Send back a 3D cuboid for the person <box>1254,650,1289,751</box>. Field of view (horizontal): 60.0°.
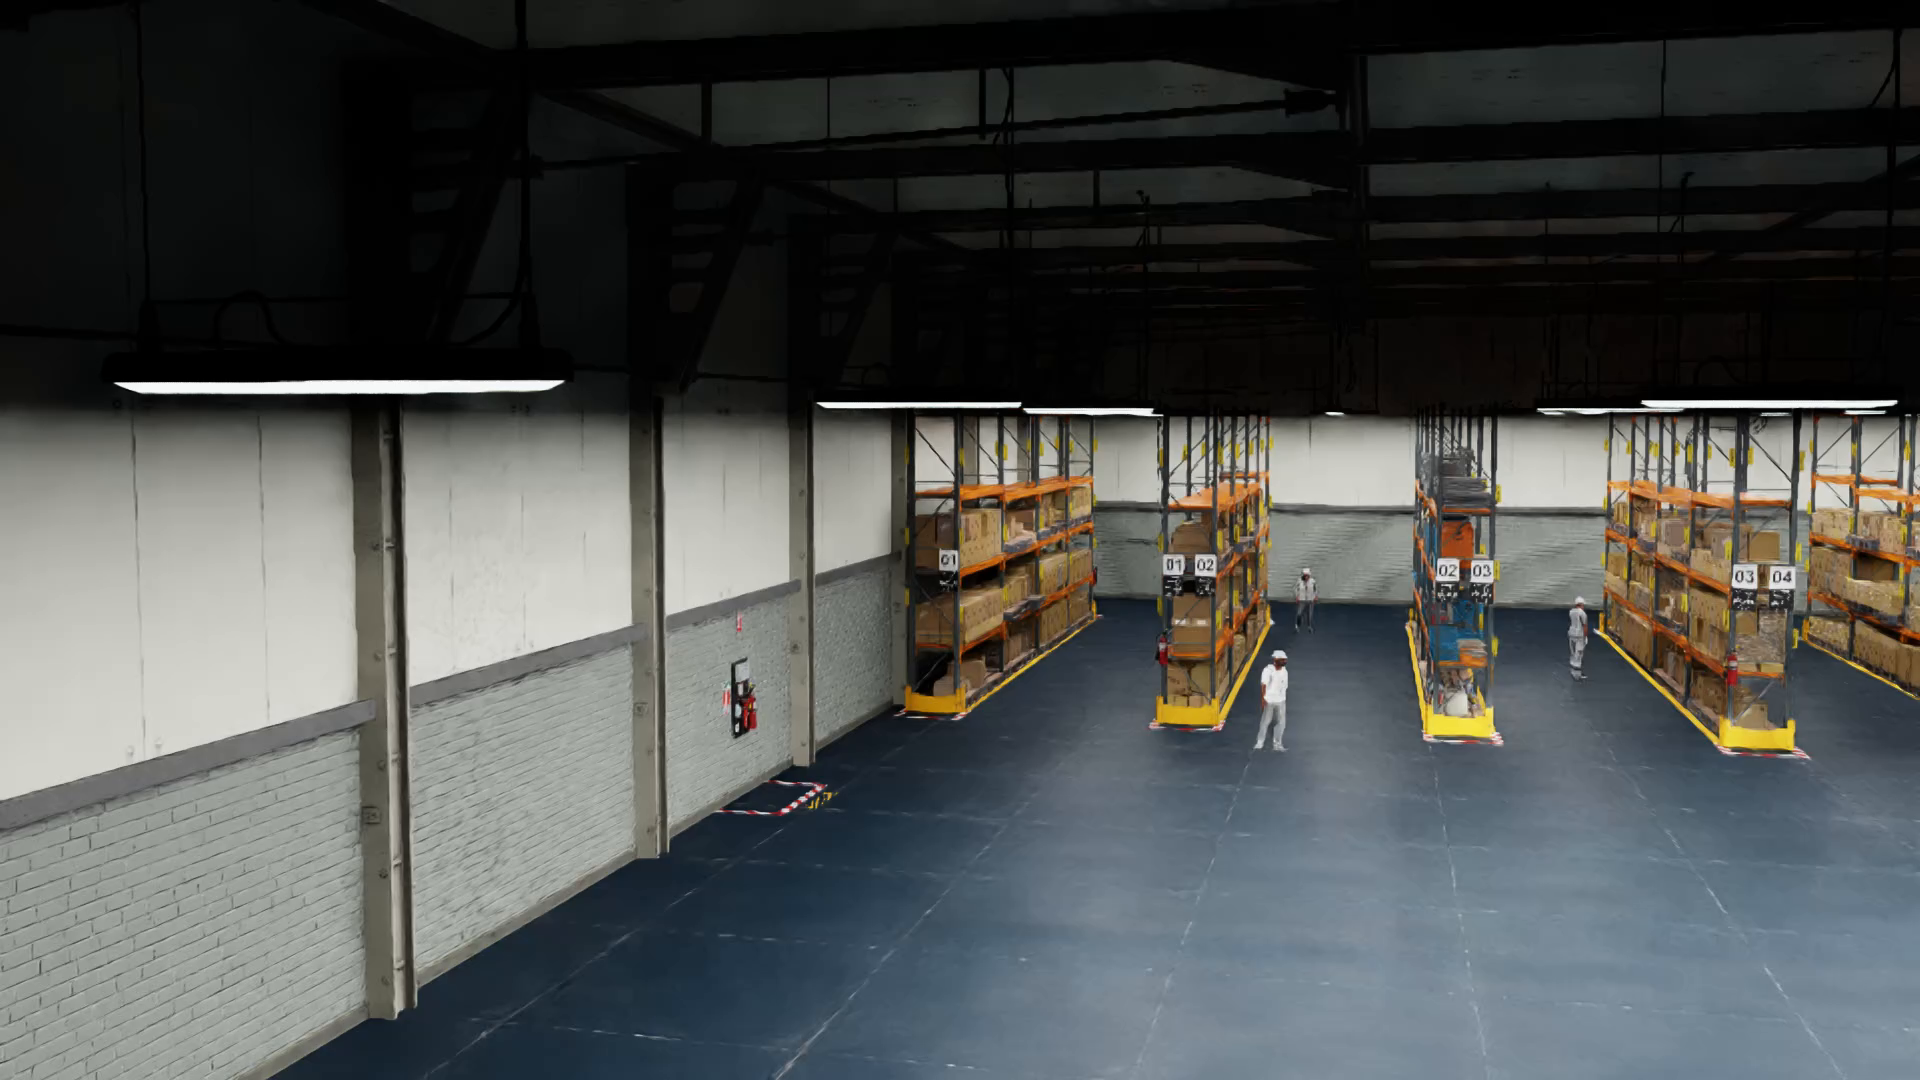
[{"bbox_3d":[5.406,2.763,28.731,0.598,1.752,0.559,-2,5,-31],"label":"person"}]

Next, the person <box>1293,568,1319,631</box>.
[{"bbox_3d":[9.325,1.605,44.845,0.677,1.726,0.574,1,4,12],"label":"person"}]

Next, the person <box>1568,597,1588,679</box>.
[{"bbox_3d":[13.669,2.139,36.671,0.466,1.794,0.629,-1,4,-15],"label":"person"}]
